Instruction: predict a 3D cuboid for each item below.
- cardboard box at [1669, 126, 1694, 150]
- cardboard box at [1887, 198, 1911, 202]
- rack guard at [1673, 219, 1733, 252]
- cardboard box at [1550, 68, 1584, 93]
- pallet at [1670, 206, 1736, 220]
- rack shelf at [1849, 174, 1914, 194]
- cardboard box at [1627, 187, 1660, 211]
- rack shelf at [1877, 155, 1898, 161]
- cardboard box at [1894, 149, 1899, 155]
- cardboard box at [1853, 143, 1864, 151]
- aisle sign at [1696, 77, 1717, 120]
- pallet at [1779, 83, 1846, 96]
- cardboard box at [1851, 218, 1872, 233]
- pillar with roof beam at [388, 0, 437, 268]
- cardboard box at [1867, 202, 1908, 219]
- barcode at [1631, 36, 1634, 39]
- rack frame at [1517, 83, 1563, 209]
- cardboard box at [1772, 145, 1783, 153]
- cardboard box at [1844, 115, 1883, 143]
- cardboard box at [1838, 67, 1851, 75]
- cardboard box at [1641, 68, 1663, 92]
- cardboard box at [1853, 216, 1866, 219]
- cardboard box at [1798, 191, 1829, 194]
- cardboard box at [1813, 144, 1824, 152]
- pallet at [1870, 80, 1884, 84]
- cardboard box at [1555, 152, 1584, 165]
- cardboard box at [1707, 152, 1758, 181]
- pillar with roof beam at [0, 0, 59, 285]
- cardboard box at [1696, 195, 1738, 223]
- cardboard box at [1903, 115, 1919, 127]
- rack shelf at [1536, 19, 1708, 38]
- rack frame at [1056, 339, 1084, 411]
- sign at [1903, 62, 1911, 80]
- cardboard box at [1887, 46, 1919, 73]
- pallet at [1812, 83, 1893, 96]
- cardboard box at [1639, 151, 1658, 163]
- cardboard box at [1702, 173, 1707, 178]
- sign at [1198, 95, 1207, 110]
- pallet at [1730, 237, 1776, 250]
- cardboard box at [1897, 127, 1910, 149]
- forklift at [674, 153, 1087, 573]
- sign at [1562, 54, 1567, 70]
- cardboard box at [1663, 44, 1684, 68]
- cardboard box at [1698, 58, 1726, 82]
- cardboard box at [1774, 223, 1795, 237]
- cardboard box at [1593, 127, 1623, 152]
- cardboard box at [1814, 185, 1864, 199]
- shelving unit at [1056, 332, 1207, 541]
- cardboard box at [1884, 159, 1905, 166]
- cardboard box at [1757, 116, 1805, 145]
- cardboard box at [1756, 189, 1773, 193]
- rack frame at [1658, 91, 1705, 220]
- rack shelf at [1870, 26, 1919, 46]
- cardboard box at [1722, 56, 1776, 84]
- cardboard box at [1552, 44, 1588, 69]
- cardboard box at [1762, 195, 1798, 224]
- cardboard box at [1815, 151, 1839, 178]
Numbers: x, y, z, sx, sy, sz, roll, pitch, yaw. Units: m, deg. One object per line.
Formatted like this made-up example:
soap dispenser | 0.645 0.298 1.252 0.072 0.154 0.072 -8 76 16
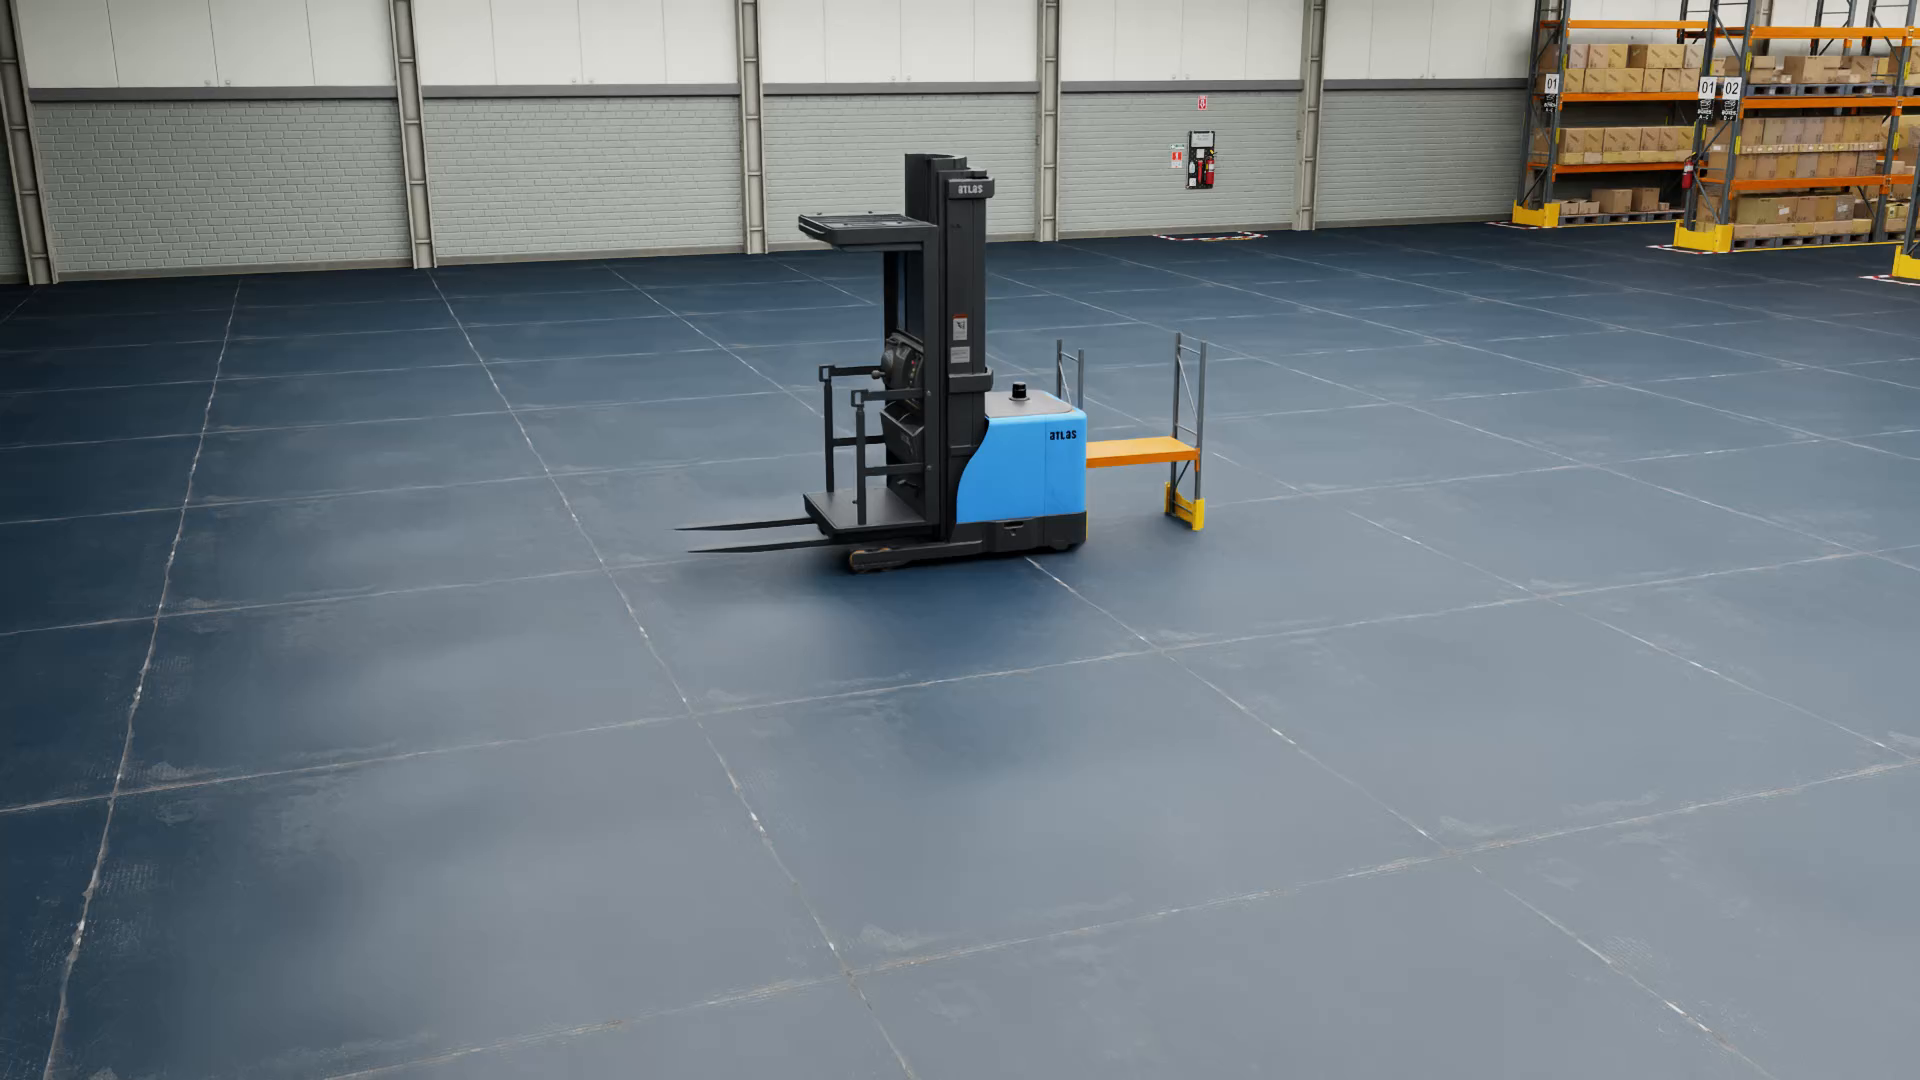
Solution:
cardboard box | 16.004 -8.963 37.069 0.500 0.500 0.500 -6 17 -20
cardboard box | 19.337 -6.863 34.157 0.500 0.311 0.500 -6 17 -20
rack guard | 14.353 -5.887 32.129 0.348 0.500 1.175 -6 17 -20
cardboard box | 13.001 -9.856 35.673 0.500 0.500 0.500 -6 17 -19
pallet | 17.061 -7.536 38.257 1.213 0.211 1.003 -6 17 -20
rack shelf | 19.979 -7.348 33.946 4.000 0.370 1.077 -6 17 -20
cardboard box | 15.380 -7.692 37.493 0.500 0.500 0.500 -8 18 -24
rack shelf | 21.938 -9.055 39.757 4.000 0.370 1.077 -6 17 -20
cardboard box | 22.137 -9.242 39.527 0.250 0.149 0.380 -6 17 -18
cardboard box | 17.458 -7.716 32.592 0.250 0.149 0.380 -7 18 -22
aisle sign | 14.209 -8.407 31.659 0.004 0.787 0.394 -6 17 -20
pallet | 16.186 -8.674 32.017 1.213 0.211 1.003 -6 17 -20
cardboard box | 17.756 -6.270 33.132 0.500 0.250 0.500 -6 17 -20
pillar with roof beam | -7.927 -8.016 24.295 0.400 9.000 9.100 -6 17 -20
cardboard box | 18.586 -6.619 33.326 0.500 0.311 0.500 -6 17 -20
barcode | 14.883 -11.119 36.813 0.075 0.075 0.001 -6 17 -20
rack frame | 12.600 -8.392 36.222 0.127 3.000 1.000 -6 17 -20
cardboard box | 15.535 -7.508 31.884 0.250 0.149 0.380 -6 18 -21
cardboard box | 17.699 -8.116 32.804 0.500 0.500 0.700 -6 17 -20
cardboard box | 17.042 -9.121 32.547 0.500 0.311 0.500 -7 18 -23
cardboard box | 14.971 -10.062 36.375 0.500 0.500 0.500 -7 18 -22
cardboard box | 18.394 -6.492 33.889 0.500 0.250 0.500 -6 18 -21
cardboard box | 17.102 -6.717 33.324 0.500 0.500 0.500 -6 17 -20
cardboard box | 16.501 -7.612 32.239 0.250 0.149 0.380 -6 17 -18
pallet | 21.696 -10.739 39.228 1.213 0.211 1.003 -5 17 -18
cardboard box | 13.169 -8.295 36.123 0.500 0.250 0.500 -7 18 -22
cardboard box | 14.816 -7.180 31.920 0.500 0.500 0.700 -6 17 -20
pillar with roof beam | -13.529 -7.411 22.235 0.400 9.000 9.100 -6 17 -20
cardboard box | 14.770 -6.463 32.458 0.500 0.500 0.500 -6 17 -20
cardboard box | 22.503 -9.947 39.446 0.500 0.250 0.500 -6 17 -19
rack shelf | 14.467 -11.125 36.165 4.000 0.370 1.077 -6 17 -20
rack frame | 0.848 -0.788 12.992 0.032 1.500 0.500 -5 17 -17
sign | 18.311 -9.071 32.155 0.005 0.325 0.100 -6 17 -20
cardboard box | 18.701 -9.472 32.768 0.500 0.500 0.500 -6 17 -19
pallet | 17.324 -8.796 32.432 1.213 0.211 1.003 -6 17 -20
cardboard box | 15.069 -8.502 36.829 0.500 0.250 0.500 -6 17 -20
cardboard box | 17.426 -8.290 38.202 0.500 0.250 0.500 -7 18 -21
sign | 4.977 -8.983 34.123 0.199 0.298 0.001 -6 17 -20
pallet | 15.075 -5.839 32.478 1.213 0.211 1.003 -6 17 -20
cardboard box | 22.055 -9.535 39.374 0.500 0.500 0.500 -6 17 -19
forklift | -0.610 -1.331 12.299 3.031 2.935 1.130 -5 17 -17
sign | 12.794 -10.108 35.190 0.005 0.325 0.100 -6 17 -20
cardboard box | 15.453 -10.591 36.401 0.500 0.500 0.500 -5 17 -17
cardboard box | 16.874 -10.518 37.216 0.500 0.500 0.500 -4 17 -12
cardboard box | 15.889 -6.068 32.444 0.500 0.250 0.500 -6 17 -20
cardboard box | 14.103 -8.756 36.362 0.500 0.500 0.500 -7 18 -22
cardboard box | 20.804 -8.408 39.347 0.750 0.750 0.750 -6 18 -21
shelving unit | 1.341 -0.833 13.144 1.083 1.500 0.587 -5 17 -17
cardboard box | 18.866 -7.564 33.644 0.258 0.266 0.396 -7 18 -21
cardboard box | 15.825 -7.914 32.114 0.500 0.500 0.700 -6 17 -20
cardboard box | 18.440 -8.045 38.696 0.500 0.500 0.700 -6 17 -20
rack frame | 16.335 -8.795 37.595 0.127 3.000 1.000 -6 17 -20
rack shelf | 19.979 -10.035 33.157 4.000 0.370 1.077 -6 17 -20
cardboard box | 14.914 -8.903 31.463 0.637 0.503 0.797 -5 17 -16
cardboard box | 13.046 -10.343 35.556 0.500 0.500 0.500 -8 18 -24
cardboard box | 15.885 -6.431 32.349 0.500 0.500 0.500 -6 17 -20
cardboard box | 16.739 -7.389 32.631 0.500 0.500 0.700 -6 17 -19
